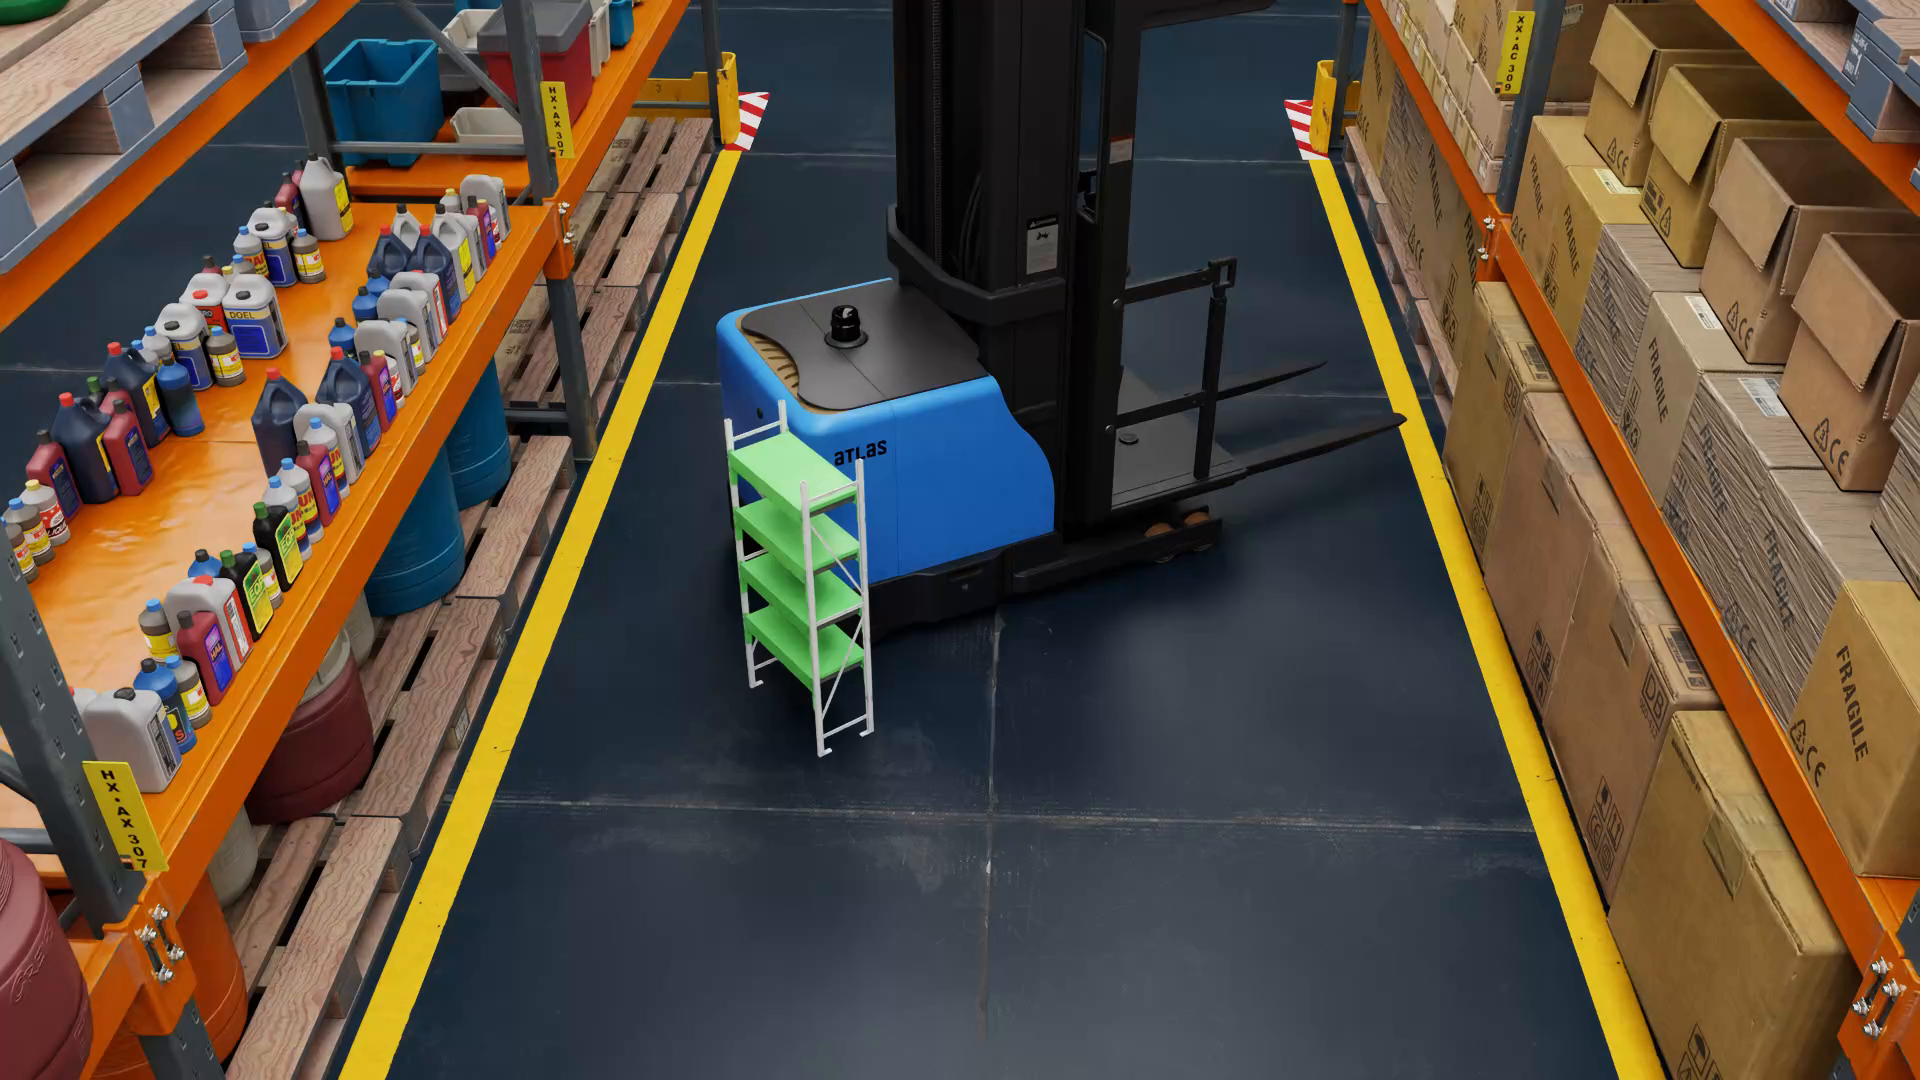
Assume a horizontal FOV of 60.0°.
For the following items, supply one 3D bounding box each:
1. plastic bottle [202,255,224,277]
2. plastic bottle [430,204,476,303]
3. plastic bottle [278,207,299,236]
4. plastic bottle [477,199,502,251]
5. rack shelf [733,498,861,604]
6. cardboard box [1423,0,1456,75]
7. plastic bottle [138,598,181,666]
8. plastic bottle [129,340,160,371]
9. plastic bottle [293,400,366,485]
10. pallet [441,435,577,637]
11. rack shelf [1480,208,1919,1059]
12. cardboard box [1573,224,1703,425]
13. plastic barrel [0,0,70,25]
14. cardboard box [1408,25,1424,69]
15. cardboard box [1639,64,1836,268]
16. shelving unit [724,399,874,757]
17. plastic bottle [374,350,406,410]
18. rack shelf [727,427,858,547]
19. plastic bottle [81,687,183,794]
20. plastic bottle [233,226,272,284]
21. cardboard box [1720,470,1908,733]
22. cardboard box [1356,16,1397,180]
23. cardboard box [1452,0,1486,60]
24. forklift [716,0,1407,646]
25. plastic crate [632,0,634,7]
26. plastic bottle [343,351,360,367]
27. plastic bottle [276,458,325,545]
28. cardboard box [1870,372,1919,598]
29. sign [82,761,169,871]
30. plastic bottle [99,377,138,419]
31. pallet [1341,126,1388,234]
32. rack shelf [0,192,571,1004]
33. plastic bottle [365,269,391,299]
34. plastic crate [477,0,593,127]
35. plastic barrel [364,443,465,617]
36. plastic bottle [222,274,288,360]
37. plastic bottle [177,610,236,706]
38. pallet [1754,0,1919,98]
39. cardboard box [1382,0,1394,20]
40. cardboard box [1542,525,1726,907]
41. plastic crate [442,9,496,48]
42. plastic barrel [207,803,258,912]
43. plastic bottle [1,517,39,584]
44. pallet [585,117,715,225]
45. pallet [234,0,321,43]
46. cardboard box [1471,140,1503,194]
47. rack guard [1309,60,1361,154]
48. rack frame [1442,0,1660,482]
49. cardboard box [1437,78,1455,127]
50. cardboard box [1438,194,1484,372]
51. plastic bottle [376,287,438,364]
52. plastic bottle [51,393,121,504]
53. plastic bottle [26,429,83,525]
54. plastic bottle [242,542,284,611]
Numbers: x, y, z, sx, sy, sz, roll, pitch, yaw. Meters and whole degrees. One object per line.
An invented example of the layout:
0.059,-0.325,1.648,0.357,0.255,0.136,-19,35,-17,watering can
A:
-2.688,-0.874,5.987,0.061,0.283,0.133,1,35,2,plastic bottle
-1.921,-1.077,6.217,0.144,0.351,0.185,1,35,2,plastic bottle
-2.644,-1.208,6.532,0.097,0.201,0.097,0,35,0,plastic bottle
-1.882,-1.251,6.593,0.097,0.201,0.097,0,35,0,plastic bottle
-0.570,0.007,5.890,0.258,0.148,0.480,-23,41,-29,rack shelf
2.532,-2.429,7.970,0.500,0.250,0.500,2,35,3,cardboard box
-2.139,0.247,4.462,0.097,0.201,0.097,0,35,0,plastic bottle
-2.693,-0.536,5.516,0.097,0.271,0.097,0,35,0,plastic bottle
-1.976,-0.322,5.207,0.152,0.276,0.135,1,35,2,plastic bottle
-2.284,-0.050,7.137,1.003,0.211,1.213,1,35,2,pallet
2.657,-0.075,5.374,1.077,0.370,4.000,1,35,2,rack shelf
2.429,-0.725,5.585,0.500,0.500,0.500,1,35,1,cardboard box
-2.100,-1.274,3.615,0.294,0.245,0.294,0,35,0,plastic barrel
2.485,-2.483,8.393,0.380,0.149,0.250,2,35,3,cardboard box
2.681,-1.209,5.402,0.797,0.503,0.637,2,35,2,cardboard box
-0.570,0.151,5.991,0.258,1.200,0.503,-23,41,-29,shelving unit
-1.931,-0.540,5.583,0.097,0.201,0.097,0,35,0,plastic bottle
-0.570,-0.189,5.752,0.258,0.148,0.480,-23,41,-29,rack shelf
-2.032,0.475,4.074,0.152,0.276,0.135,1,35,2,plastic bottle
-2.657,-1.047,6.243,0.097,0.271,0.097,0,35,0,plastic bottle
2.375,0.163,4.322,0.500,0.500,0.500,1,35,1,cardboard box
2.952,-2.750,10.036,0.875,0.875,0.875,1,35,2,cardboard box
2.513,-2.444,7.338,0.500,0.500,0.500,2,35,2,cardboard box
0.559,-1.359,6.634,3.031,2.935,1.130,-16,38,-21,forklift
-1.909,-2.878,8.913,0.298,0.136,0.250,1,35,2,plastic crate
-1.997,-0.494,5.456,0.097,0.271,0.097,0,35,0,plastic bottle
-1.963,-0.120,4.924,0.097,0.271,0.097,0,35,0,plastic bottle
2.622,-0.092,3.812,0.797,0.503,0.637,2,35,3,cardboard box
-1.822,0.607,3.636,0.100,0.325,0.005,1,35,2,sign
-2.663,-0.367,5.266,0.061,0.283,0.133,1,35,2,plastic bottle
2.944,-2.215,10.218,1.003,0.211,1.213,1,35,2,pallet
-2.292,-0.190,5.537,1.077,0.370,4.000,1,35,2,rack shelf
-2.065,-0.839,5.947,0.097,0.271,0.097,0,35,0,plastic bottle
-1.925,-2.191,7.651,0.402,0.464,0.583,1,35,2,plastic crate
-2.279,-0.227,6.424,0.600,0.901,0.708,1,35,2,plastic barrel
-2.496,-0.790,5.873,0.152,0.276,0.135,1,35,2,plastic bottle
-1.973,0.284,4.339,0.061,0.283,0.133,1,35,2,plastic bottle
2.592,-1.384,4.166,1.003,0.211,1.213,3,35,4,pallet
2.515,-2.927,9.025,0.380,0.149,0.250,1,35,1,cardboard box
2.669,0.569,5.314,1.225,0.875,0.875,1,35,2,cardboard box
-2.442,-2.557,8.457,0.293,0.136,0.466,1,35,2,plastic crate
-2.436,0.903,5.155,0.421,0.512,0.421,0,35,0,plastic barrel
-2.730,0.026,4.777,0.097,0.201,0.097,0,35,0,plastic bottle
-2.123,-2.317,10.364,1.003,0.211,1.213,1,35,2,pallet
-2.188,-1.679,4.585,1.003,0.211,1.213,1,35,2,pallet
2.422,-1.599,7.134,0.380,0.149,0.250,2,35,2,cardboard box
2.899,-2.808,10.810,1.175,0.500,0.348,1,35,2,rack guard
2.737,-1.519,6.802,1.000,3.000,0.127,1,35,2,rack frame
2.453,-2.042,7.765,0.380,0.149,0.250,2,35,3,cardboard box
2.844,-1.198,7.829,0.875,0.875,0.875,1,35,2,cardboard box
-1.945,-0.771,5.847,0.152,0.276,0.135,1,35,2,plastic bottle
-2.688,-0.304,5.117,0.144,0.351,0.185,1,35,2,plastic bottle
-2.736,-0.186,5.007,0.061,0.283,0.133,1,35,2,plastic bottle
-1.976,0.097,4.676,0.097,0.201,0.097,0,35,0,plastic bottle
